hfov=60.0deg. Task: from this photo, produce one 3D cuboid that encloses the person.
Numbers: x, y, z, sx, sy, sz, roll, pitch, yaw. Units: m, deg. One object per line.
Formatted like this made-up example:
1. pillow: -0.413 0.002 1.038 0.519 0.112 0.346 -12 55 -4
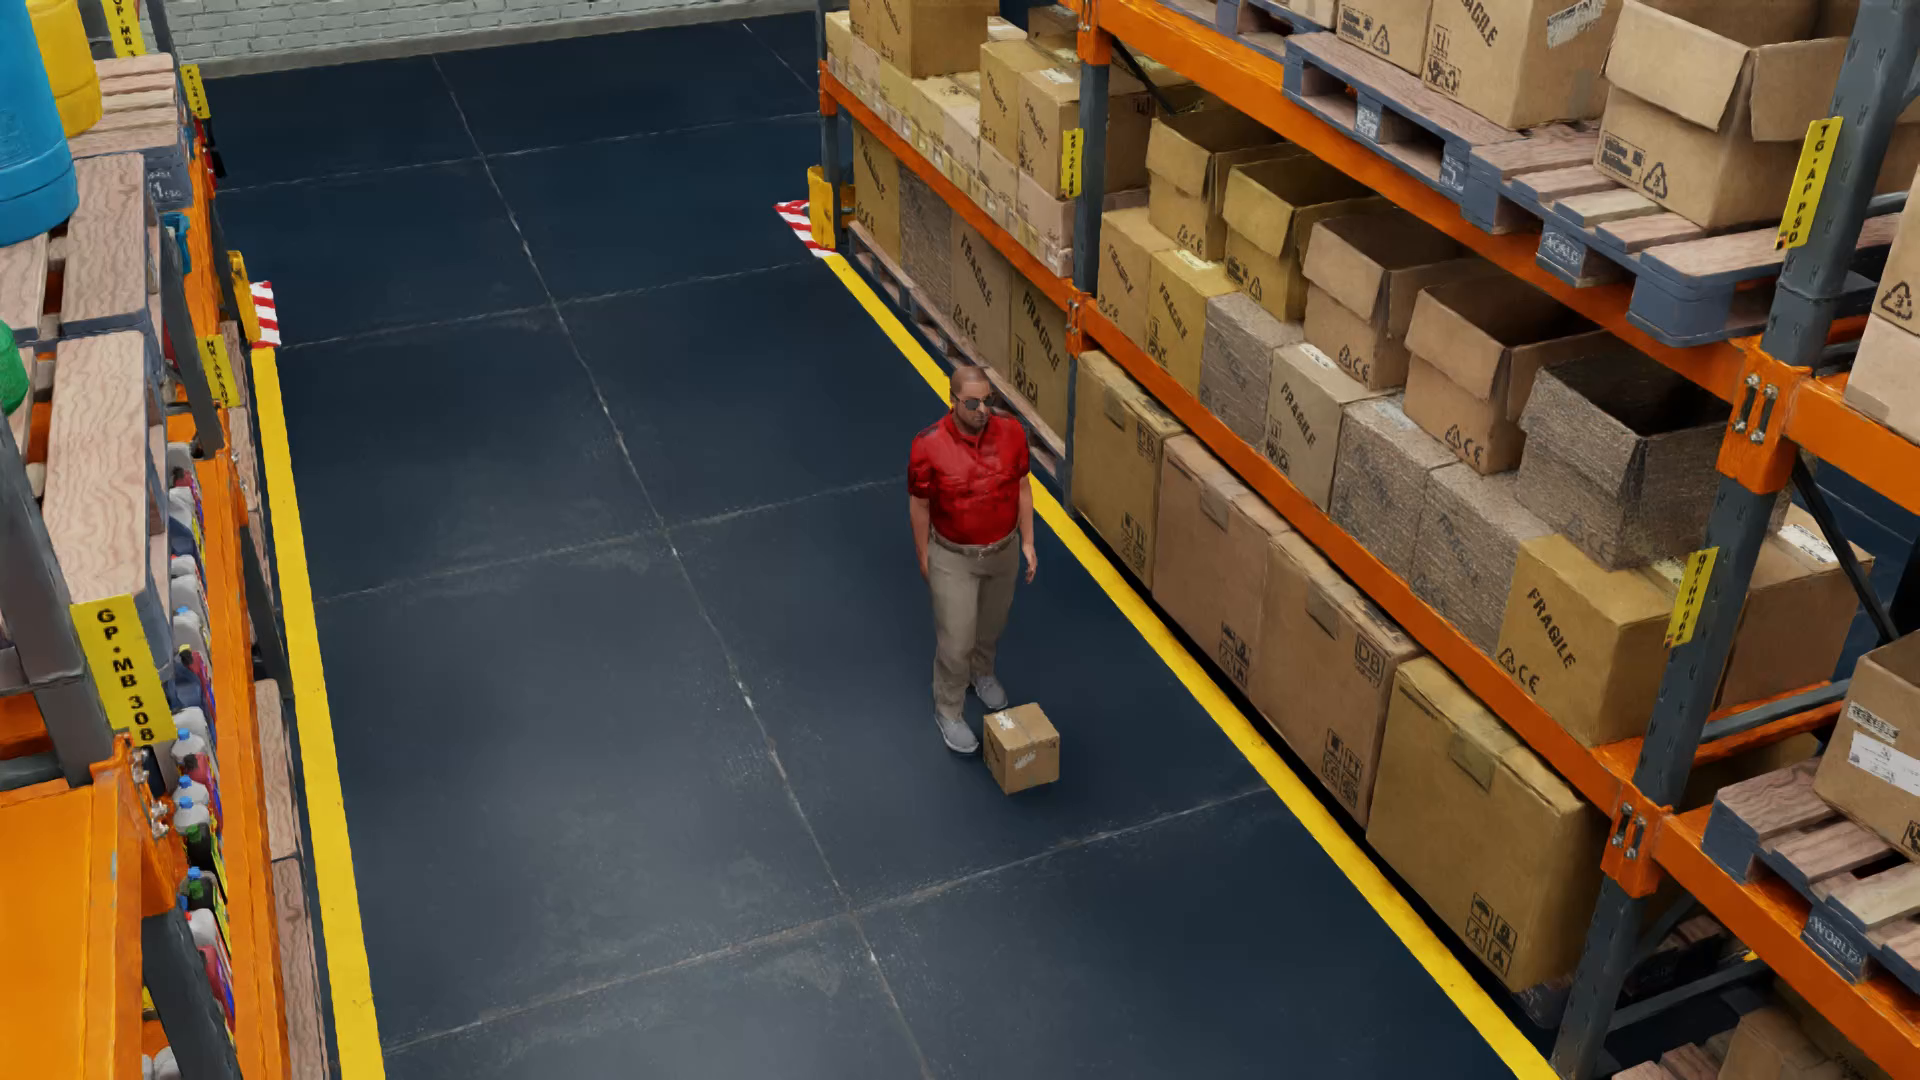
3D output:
1. person: 0.076 0.072 7.082 0.535 1.734 0.566 -14 36 -20
